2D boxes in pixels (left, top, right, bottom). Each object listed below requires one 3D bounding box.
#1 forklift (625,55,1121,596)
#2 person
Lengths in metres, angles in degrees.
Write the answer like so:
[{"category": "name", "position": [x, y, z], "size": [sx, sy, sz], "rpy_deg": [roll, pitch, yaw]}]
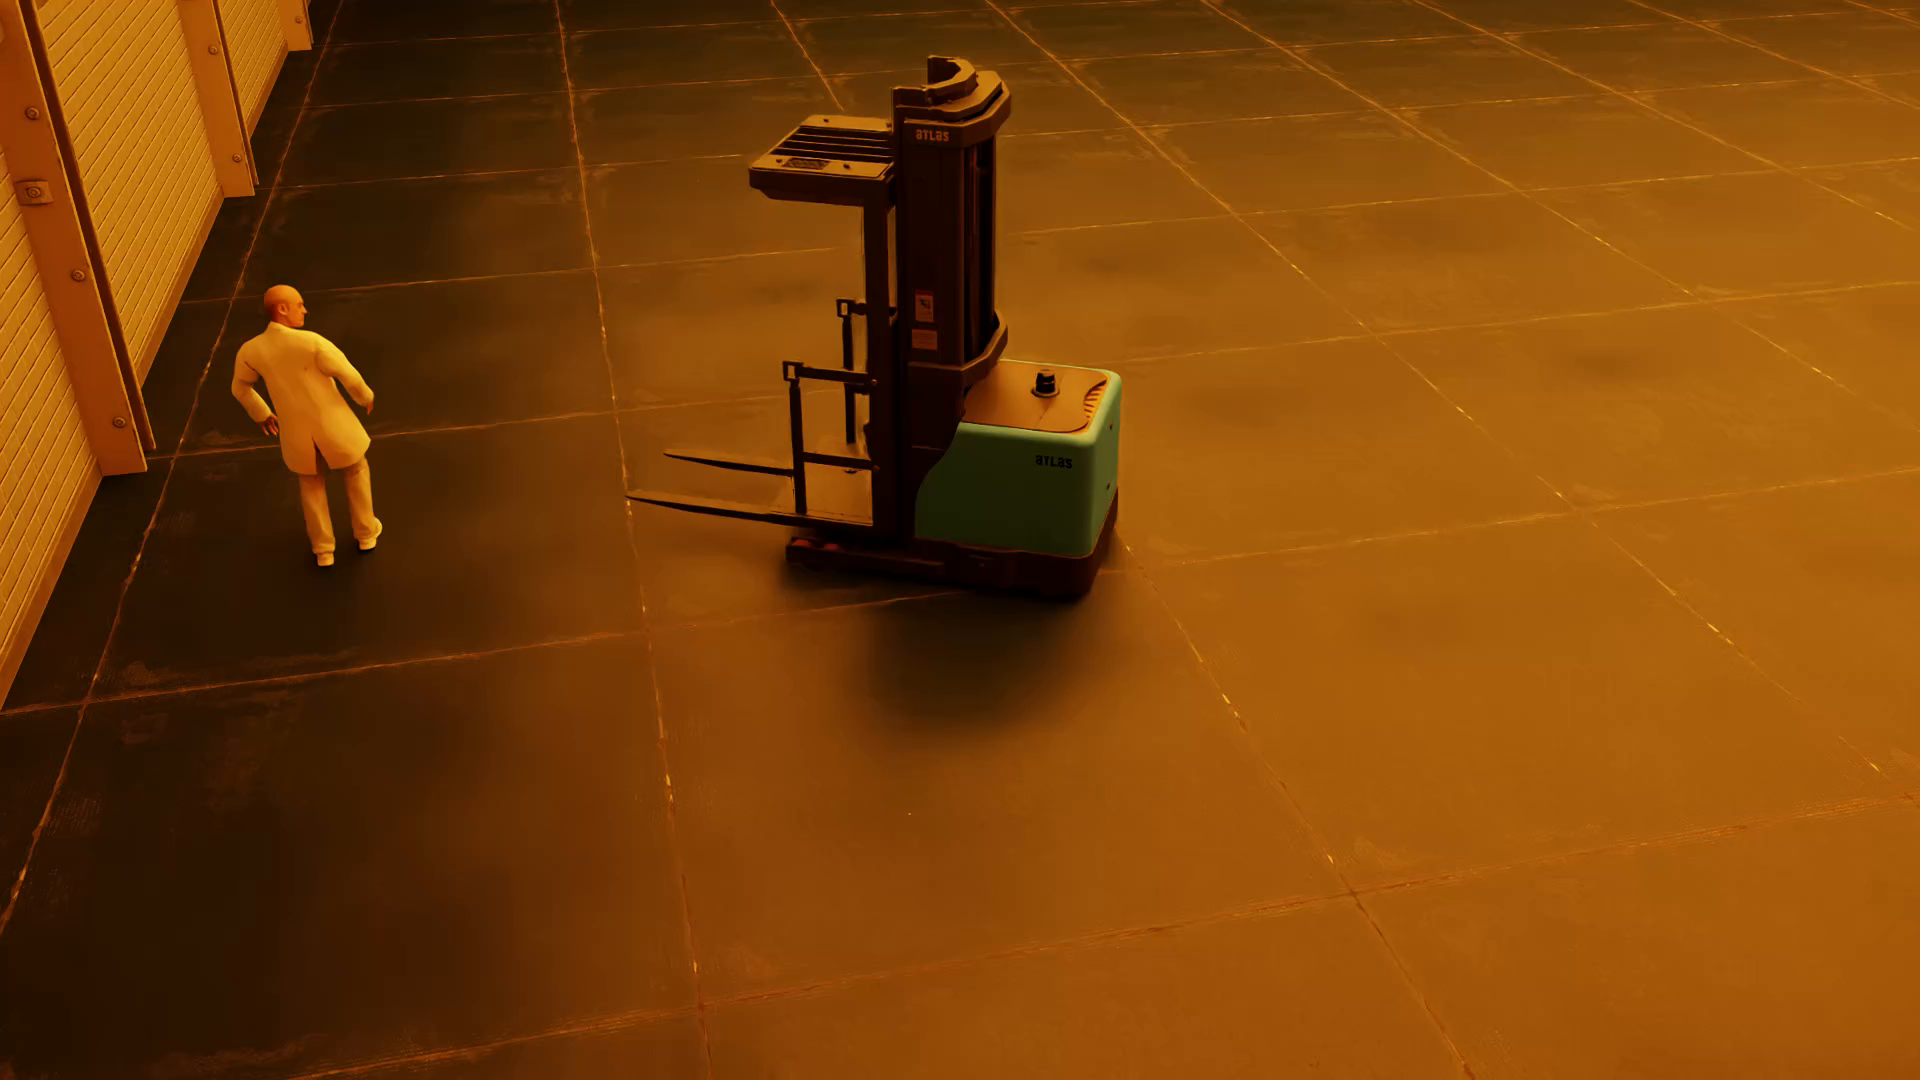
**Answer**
[{"category": "forklift", "position": [-0.579, -1.327, 9.866], "size": [3.031, 2.935, 1.130], "rpy_deg": [7, 31, 13]}, {"category": "person", "position": [-3.894, -0.709, 9.998], "size": [0.787, 1.747, 0.543], "rpy_deg": [-3, 30, -5]}]
